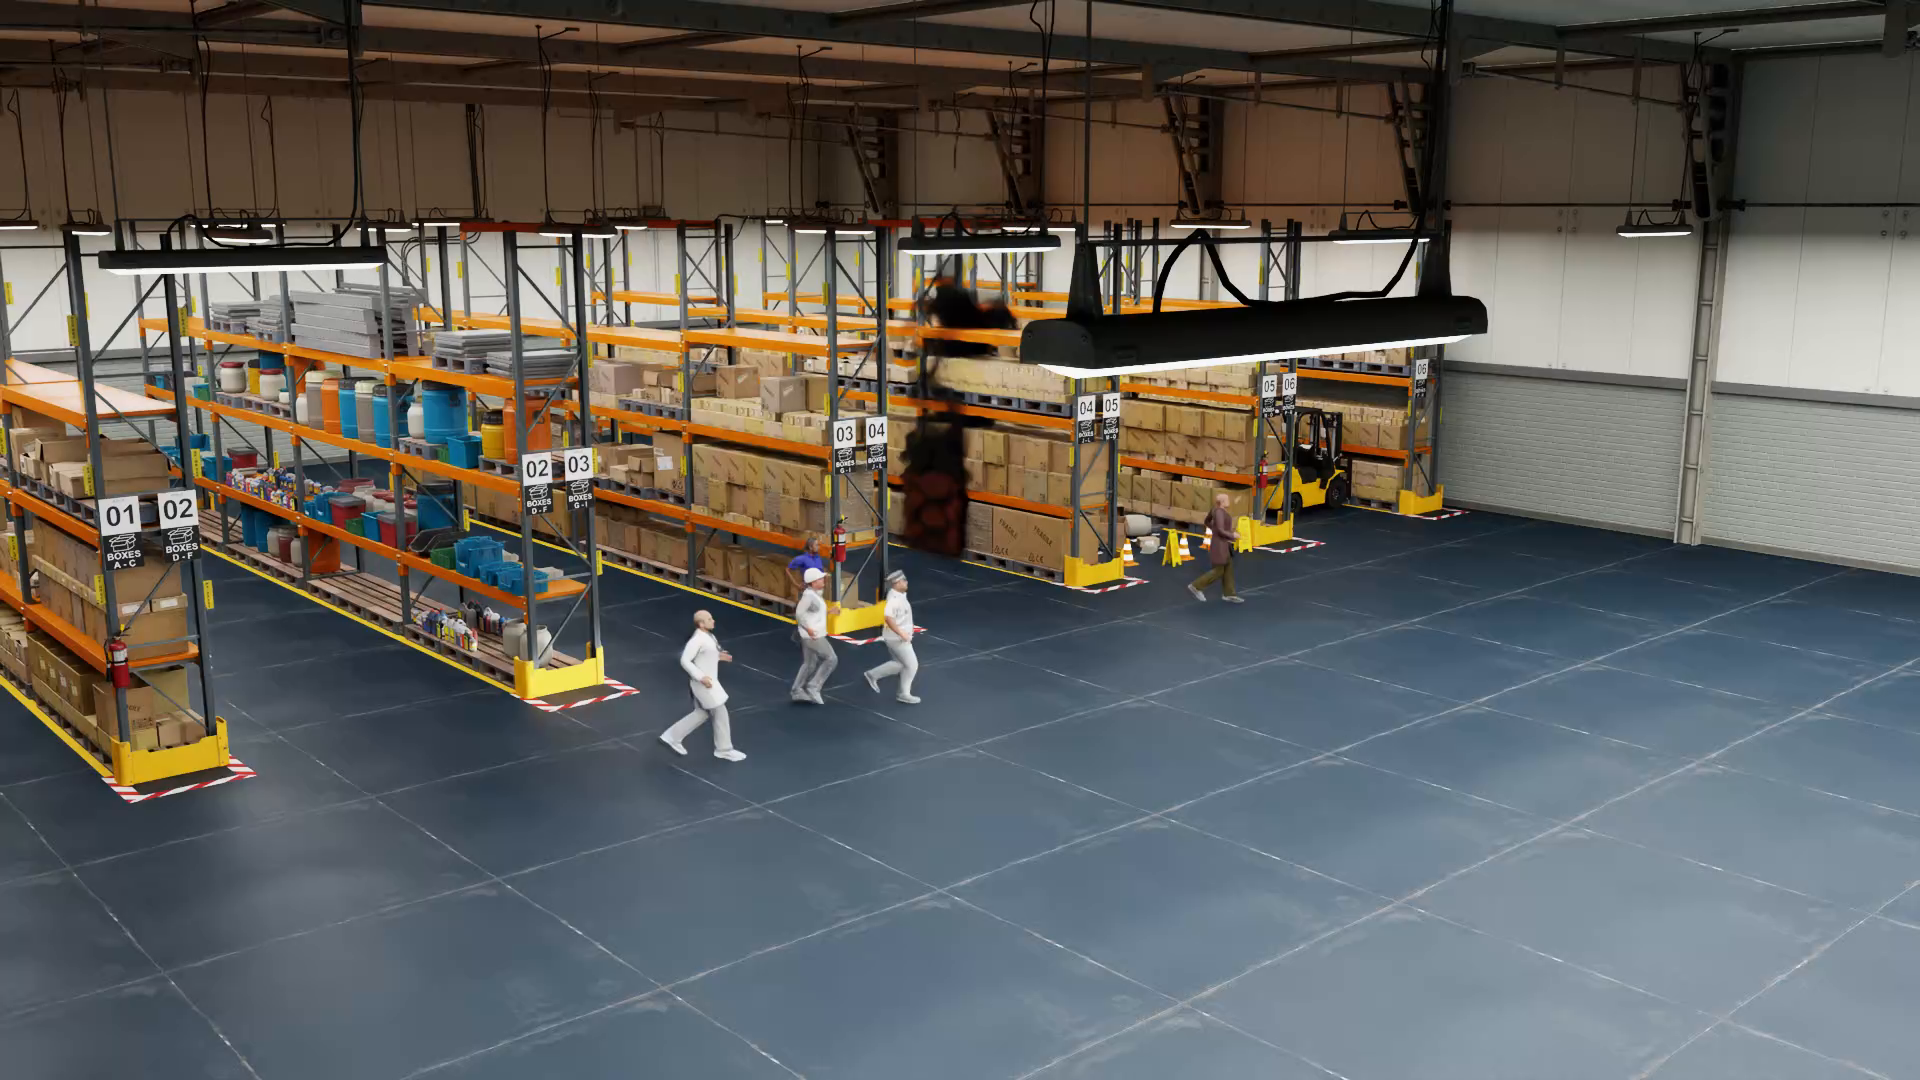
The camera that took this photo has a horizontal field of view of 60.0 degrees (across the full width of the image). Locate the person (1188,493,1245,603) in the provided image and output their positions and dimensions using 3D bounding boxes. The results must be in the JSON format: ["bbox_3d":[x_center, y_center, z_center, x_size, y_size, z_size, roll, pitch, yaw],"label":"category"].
[{"bbox_3d":[4.140,0.136,26.693,0.935,1.796,0.734,1,11,4],"label":"person"}]

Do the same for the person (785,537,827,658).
[{"bbox_3d":[-2.133,0.797,23.809,0.772,1.694,0.579,7,14,33],"label":"person"}]

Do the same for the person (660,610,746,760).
[{"bbox_3d":[-2.947,1.672,19.107,0.922,1.793,0.693,-2,12,-11],"label":"person"}]

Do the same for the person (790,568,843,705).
[{"bbox_3d":[-1.848,1.229,21.387,0.704,1.789,0.631,-2,12,-11],"label":"person"}]

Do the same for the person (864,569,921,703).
[{"bbox_3d":[-0.864,1.237,21.397,0.710,1.752,0.684,-1,11,-5],"label":"person"}]
